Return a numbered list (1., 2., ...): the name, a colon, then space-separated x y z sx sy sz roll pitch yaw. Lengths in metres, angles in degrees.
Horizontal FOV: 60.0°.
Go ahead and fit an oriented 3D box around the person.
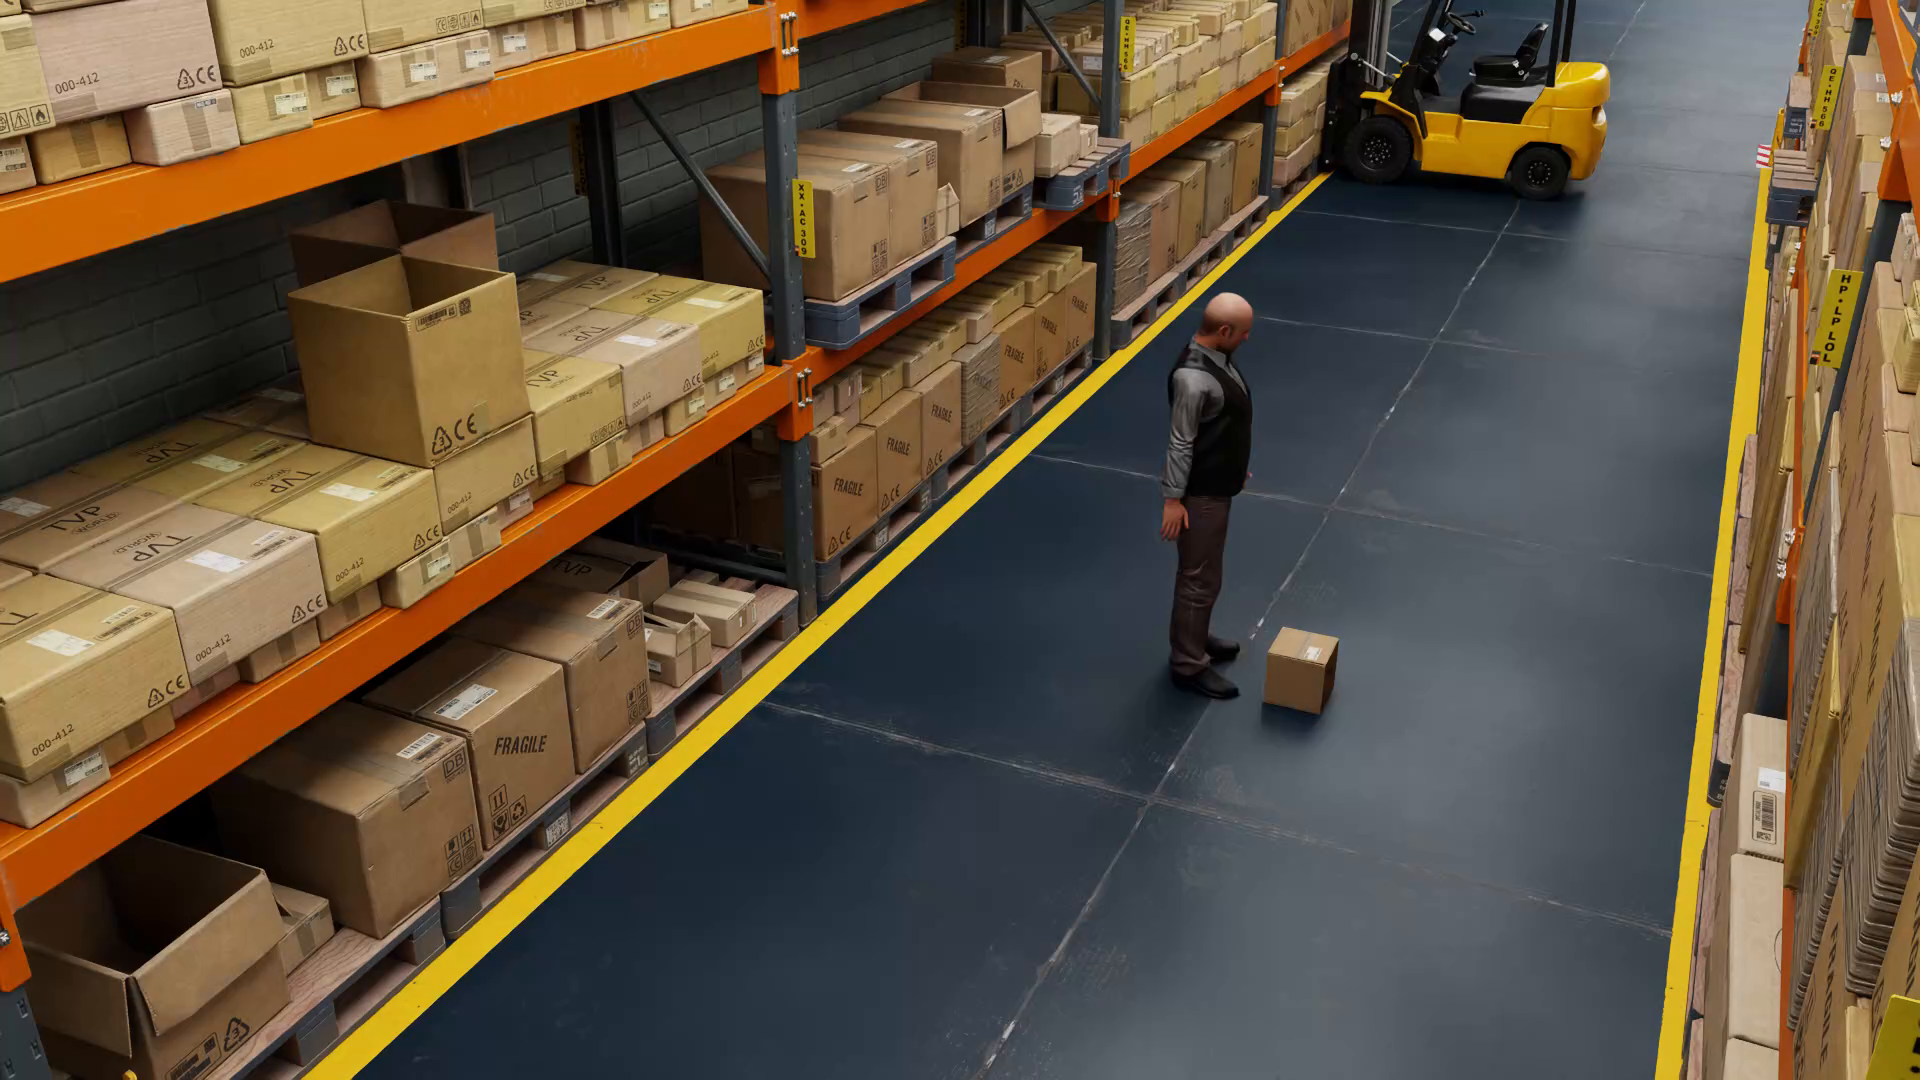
1. person: 1.062 -0.205 7.044 0.408 1.743 0.645 7 27 14
